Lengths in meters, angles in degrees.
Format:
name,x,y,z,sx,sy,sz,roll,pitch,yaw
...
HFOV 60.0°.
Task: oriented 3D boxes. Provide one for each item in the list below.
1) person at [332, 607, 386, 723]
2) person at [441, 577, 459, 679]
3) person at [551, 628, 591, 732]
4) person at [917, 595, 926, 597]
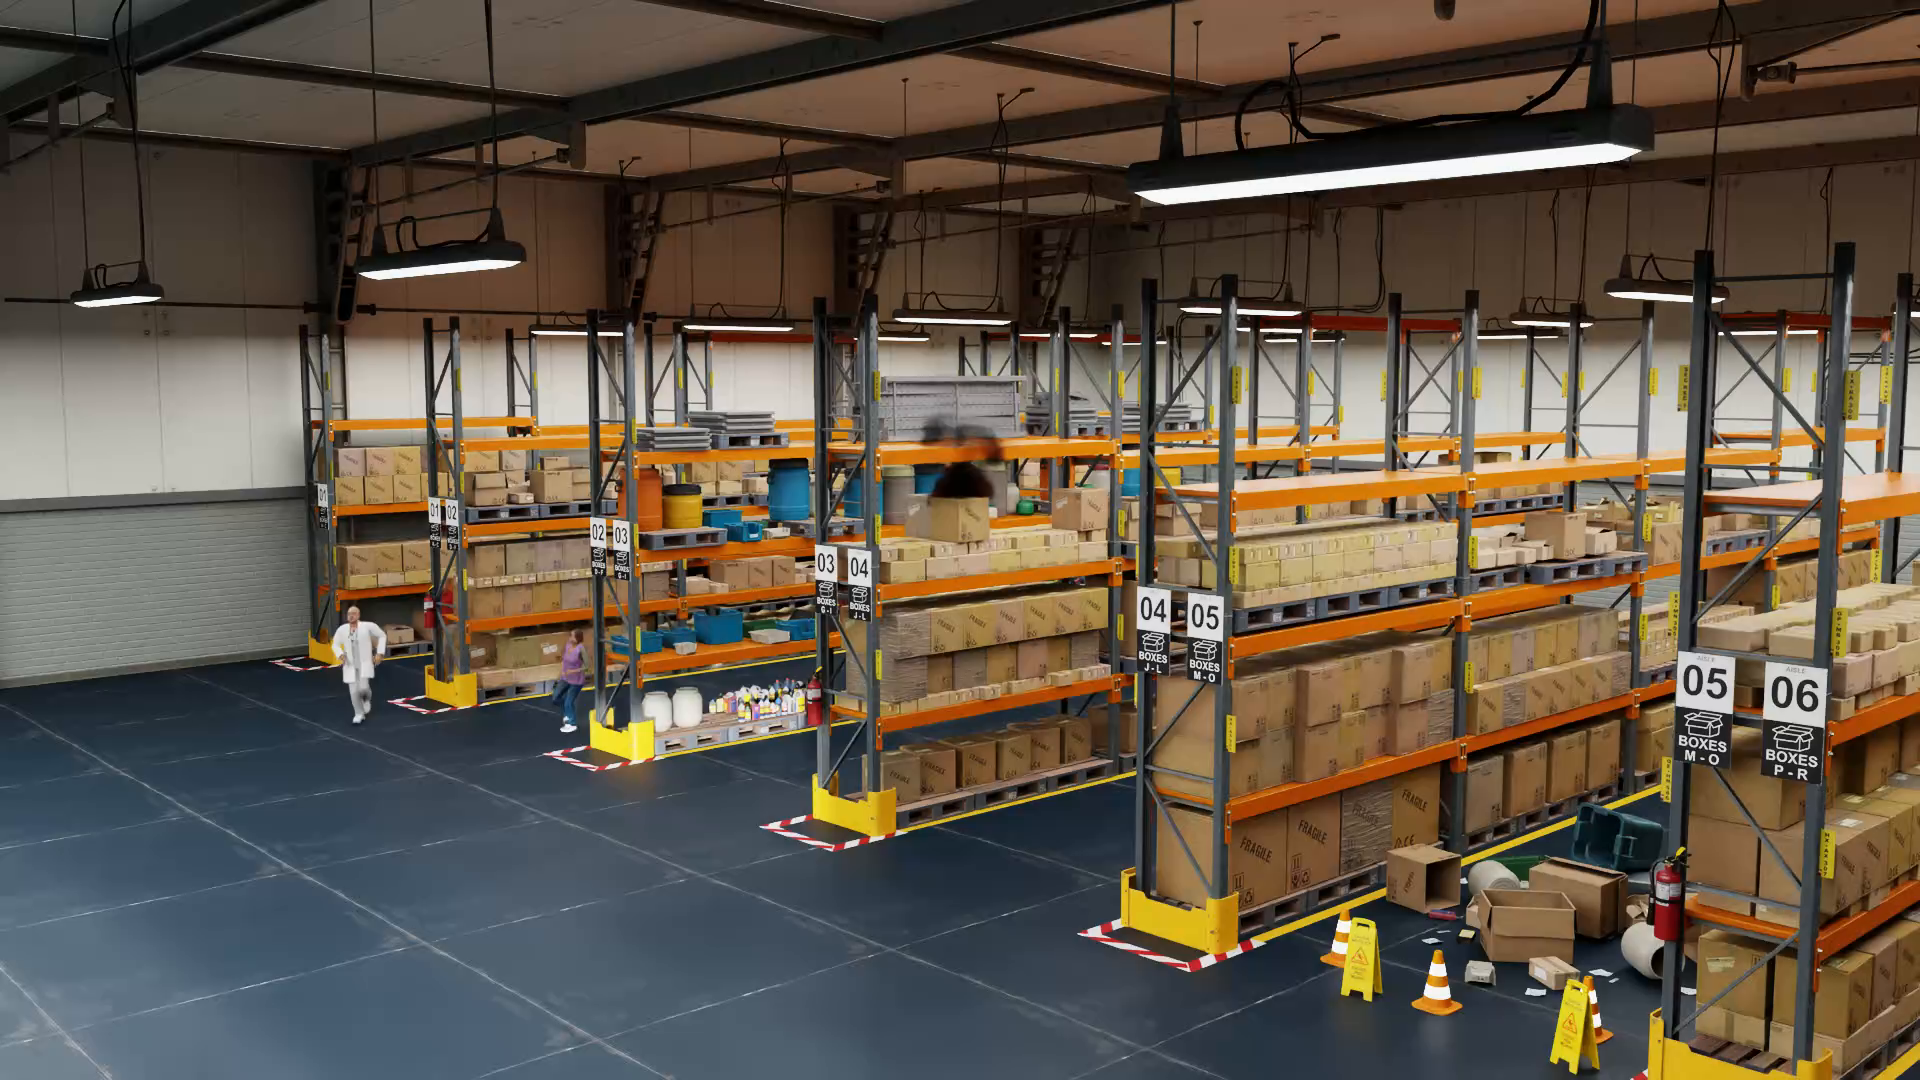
name,x,y,z,sx,sy,sz,roll,pitch,yaw
person,-8.835,1.840,24.408,0.733,1.730,0.698,-1,6,-7
person,-8.551,1.499,27.771,0.679,1.786,0.814,4,7,35
person,-5.534,2.013,23.749,0.599,1.523,0.485,4,7,32
person,-0.891,1.332,29.242,0.683,1.815,0.872,5,8,40
